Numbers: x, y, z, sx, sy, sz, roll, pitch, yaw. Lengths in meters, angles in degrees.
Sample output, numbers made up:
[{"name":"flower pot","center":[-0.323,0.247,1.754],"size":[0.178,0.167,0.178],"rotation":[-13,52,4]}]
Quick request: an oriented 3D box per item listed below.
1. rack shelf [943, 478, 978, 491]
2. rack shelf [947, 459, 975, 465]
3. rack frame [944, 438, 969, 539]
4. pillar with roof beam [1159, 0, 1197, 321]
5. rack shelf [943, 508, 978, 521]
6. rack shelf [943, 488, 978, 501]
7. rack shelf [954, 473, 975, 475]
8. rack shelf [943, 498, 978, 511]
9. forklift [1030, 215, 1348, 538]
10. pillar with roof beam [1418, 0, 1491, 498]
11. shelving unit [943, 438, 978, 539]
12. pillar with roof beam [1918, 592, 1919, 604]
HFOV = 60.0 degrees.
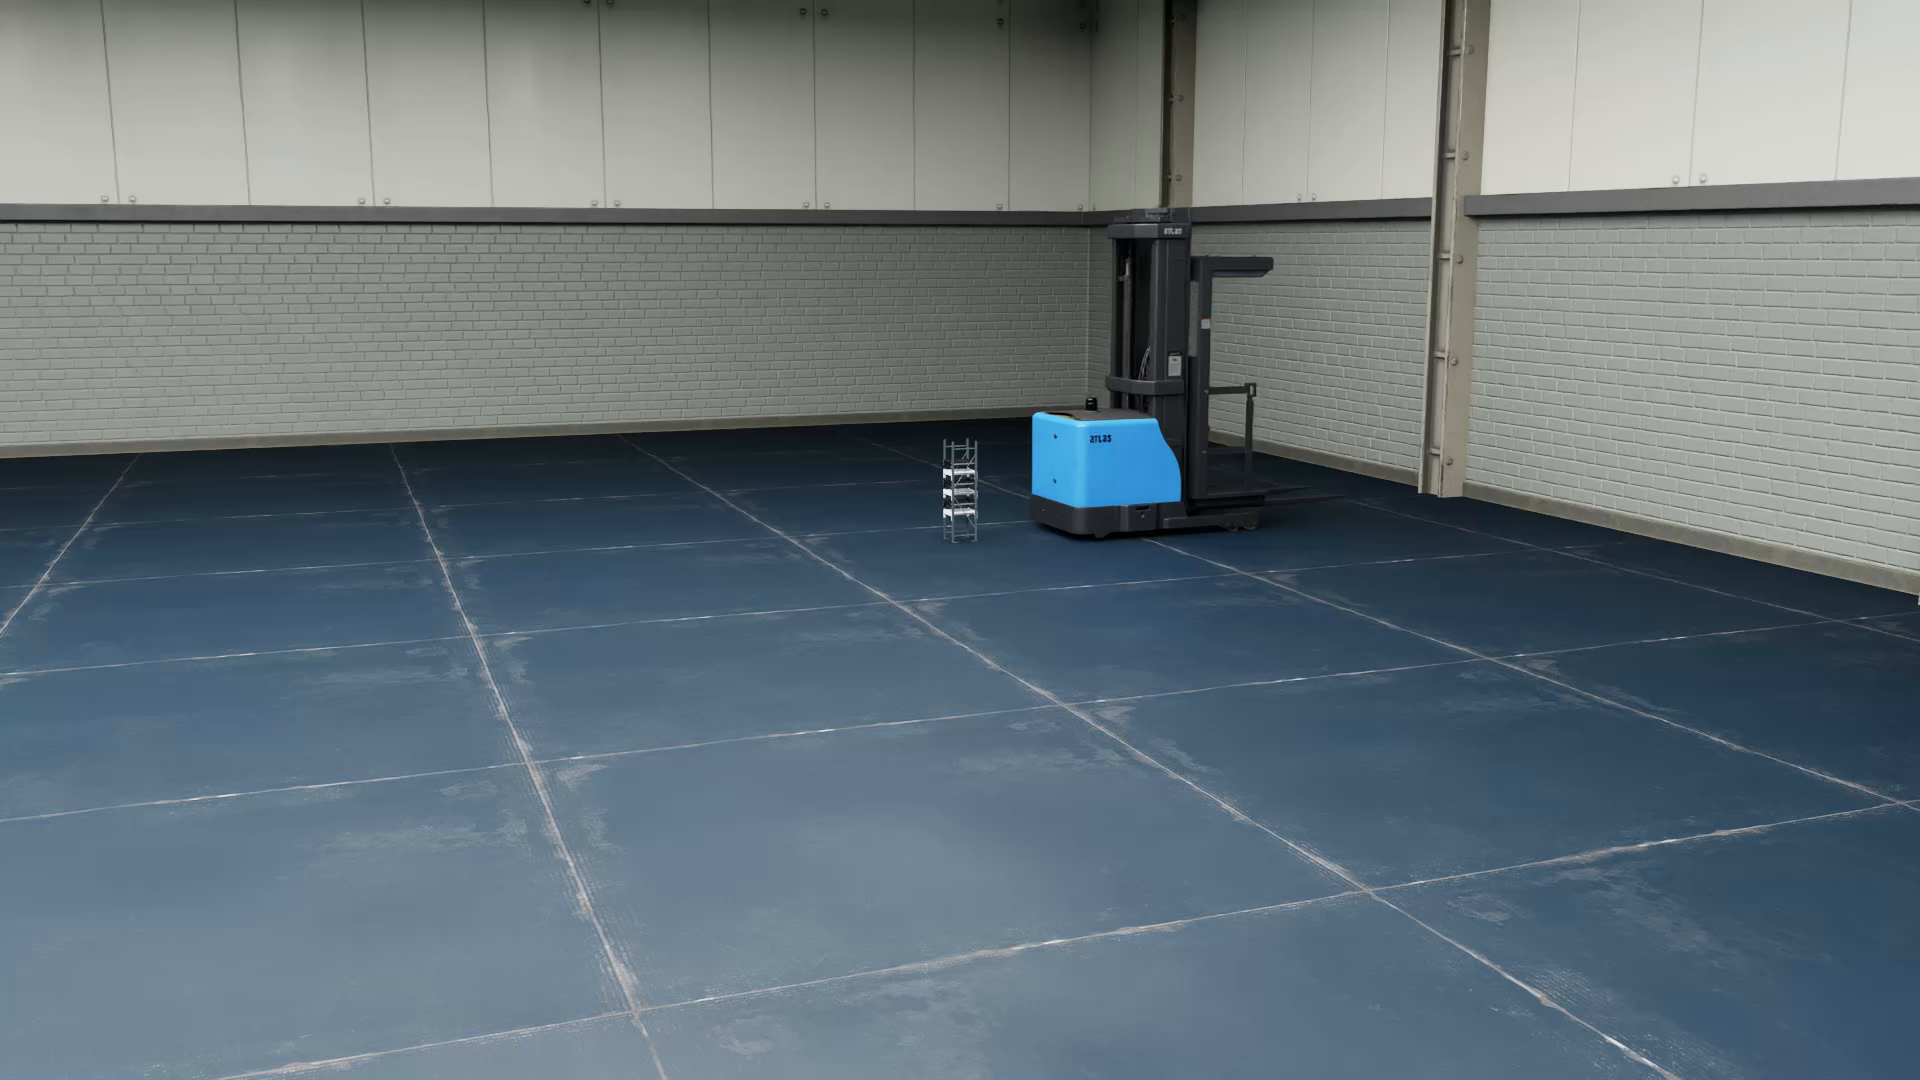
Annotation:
[{"name":"rack shelf","center":[0.003,-0.498,14.824],"size":[0.258,0.077,0.200],"rotation":[-4,11,-21]},{"name":"rack shelf","center":[0.003,-0.695,14.789],"size":[0.221,0.026,0.190],"rotation":[-4,11,-21]},{"name":"rack frame","center":[-0.034,-0.458,14.927],"size":[0.240,0.900,0.006],"rotation":[-4,11,-21]},{"name":"pillar with roof beam","center":[-1.081,-5.621,20.827],"size":[9.100,9.000,0.400],"rotation":[-4,11,-21]},{"name":"rack shelf","center":[0.003,-0.232,14.871],"size":[0.258,0.077,0.200],"rotation":[-4,11,-21]},{"name":"rack shelf","center":[0.003,-0.409,14.840],"size":[0.258,0.077,0.200],"rotation":[-4,11,-21]},{"name":"rack shelf","center":[0.003,-0.601,14.806],"size":[0.199,0.015,0.184],"rotation":[-4,11,-21]},{"name":"rack shelf","center":[0.003,-0.320,14.855],"size":[0.258,0.077,0.200],"rotation":[-4,11,-21]},{"name":"forklift","center":[2.225,-1.572,15.569],"size":[3.031,2.867,1.129],"rotation":[-4,11,-23]},{"name":"pillar with roof beam","center":[1.093,-4.642,15.321],"size":[9.100,9.000,0.400],"rotation":[-4,11,-21]},{"name":"shelving unit","center":[0.002,-0.442,14.836],"size":[0.258,0.900,0.205],"rotation":[-4,11,-21]},{"name":"pillar with roof beam","center":[3.267,-3.663,9.816],"size":[9.100,9.000,0.400],"rotation":[-4,11,-21]}]
